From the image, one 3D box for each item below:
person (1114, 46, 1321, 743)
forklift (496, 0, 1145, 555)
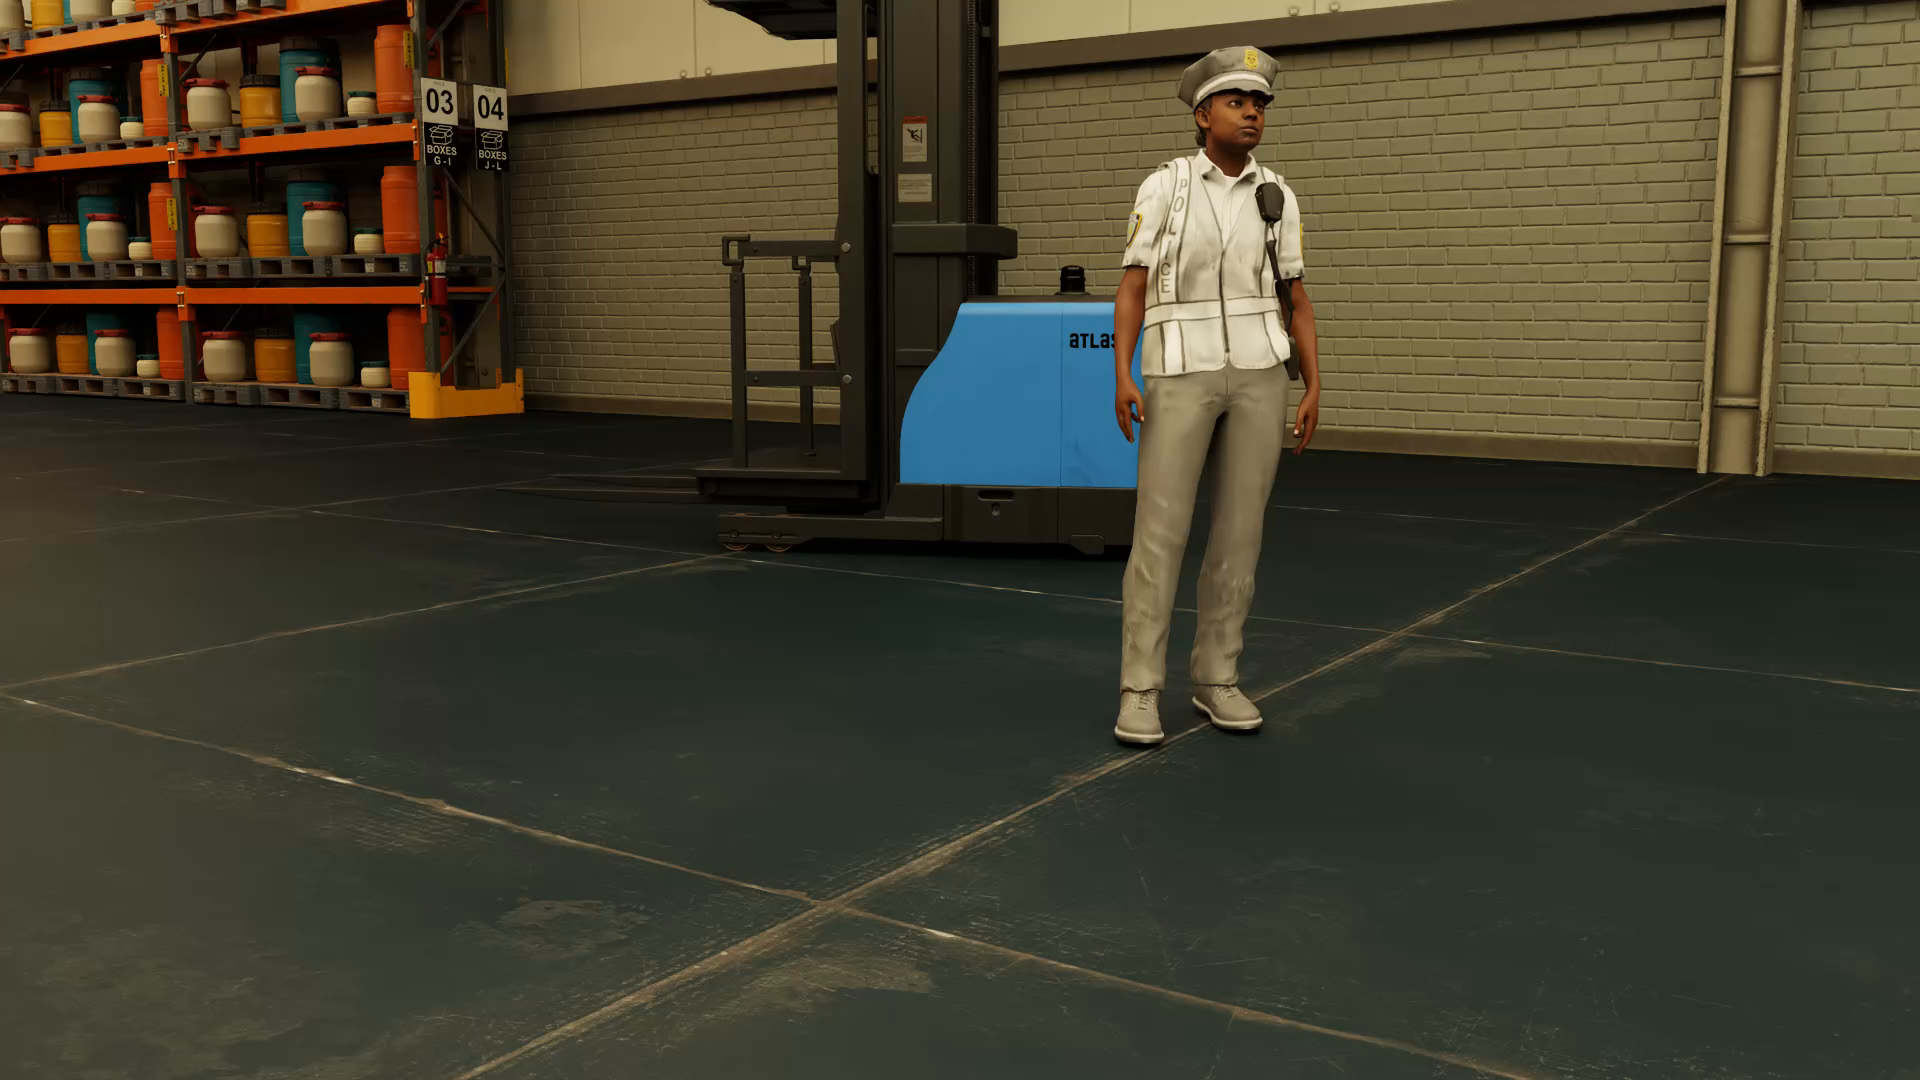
[{"bbox_3d":[0.644,-0.376,4.177,0.569,1.696,0.528,-1,8,-7],"label":"person"},{"bbox_3d":[-0.596,-1.469,7.520,3.031,2.935,1.130,2,8,12],"label":"forklift"}]
